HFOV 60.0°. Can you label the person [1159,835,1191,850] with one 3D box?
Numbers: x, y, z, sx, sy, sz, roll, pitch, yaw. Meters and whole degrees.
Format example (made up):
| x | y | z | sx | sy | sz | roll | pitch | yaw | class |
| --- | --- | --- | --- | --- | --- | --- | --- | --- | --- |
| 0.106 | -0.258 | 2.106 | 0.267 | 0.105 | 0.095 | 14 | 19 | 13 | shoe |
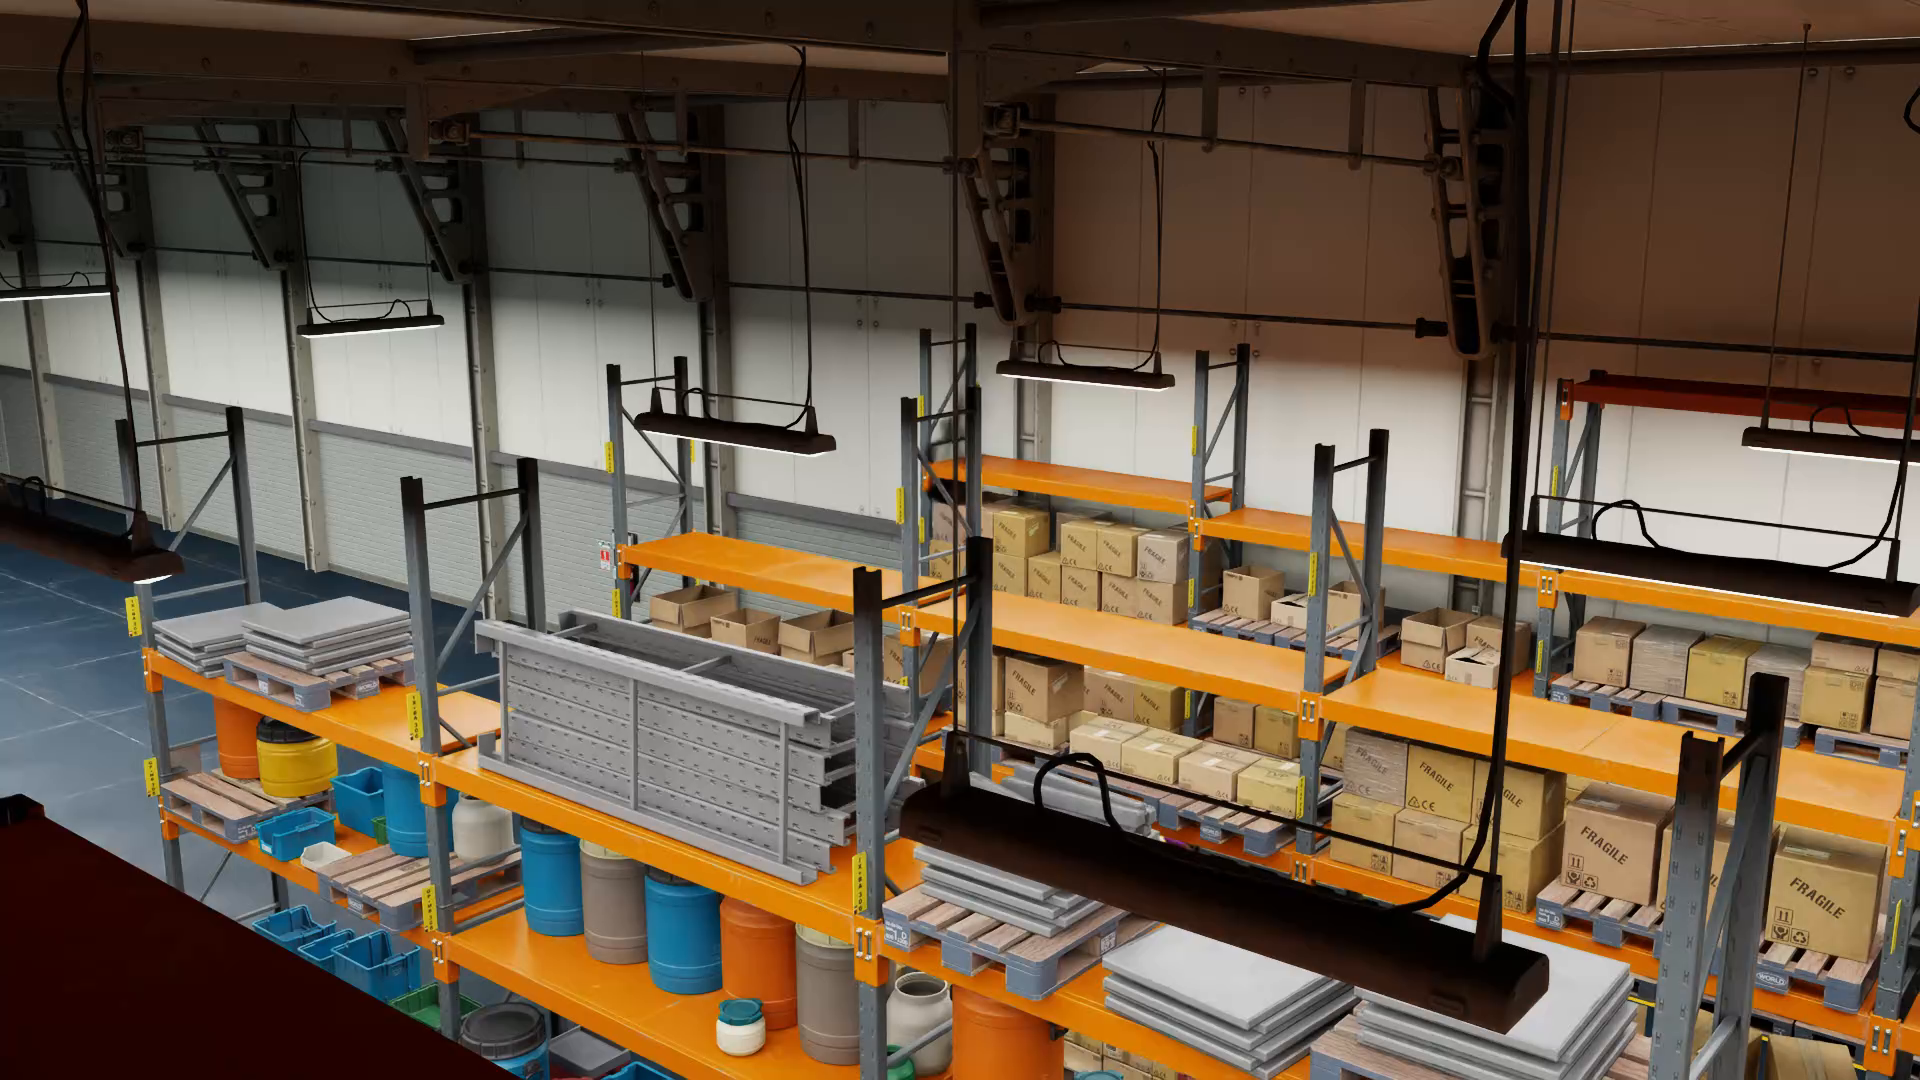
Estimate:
| x | y | z | sx | sy | sz | roll | pitch | yaw | class |
| --- | --- | --- | --- | --- | --- | --- | --- | --- | --- |
| 1.908 | 3.555 | 16.577 | 0.878 | 1.679 | 0.682 | 10 | 16 | 37 | person |
